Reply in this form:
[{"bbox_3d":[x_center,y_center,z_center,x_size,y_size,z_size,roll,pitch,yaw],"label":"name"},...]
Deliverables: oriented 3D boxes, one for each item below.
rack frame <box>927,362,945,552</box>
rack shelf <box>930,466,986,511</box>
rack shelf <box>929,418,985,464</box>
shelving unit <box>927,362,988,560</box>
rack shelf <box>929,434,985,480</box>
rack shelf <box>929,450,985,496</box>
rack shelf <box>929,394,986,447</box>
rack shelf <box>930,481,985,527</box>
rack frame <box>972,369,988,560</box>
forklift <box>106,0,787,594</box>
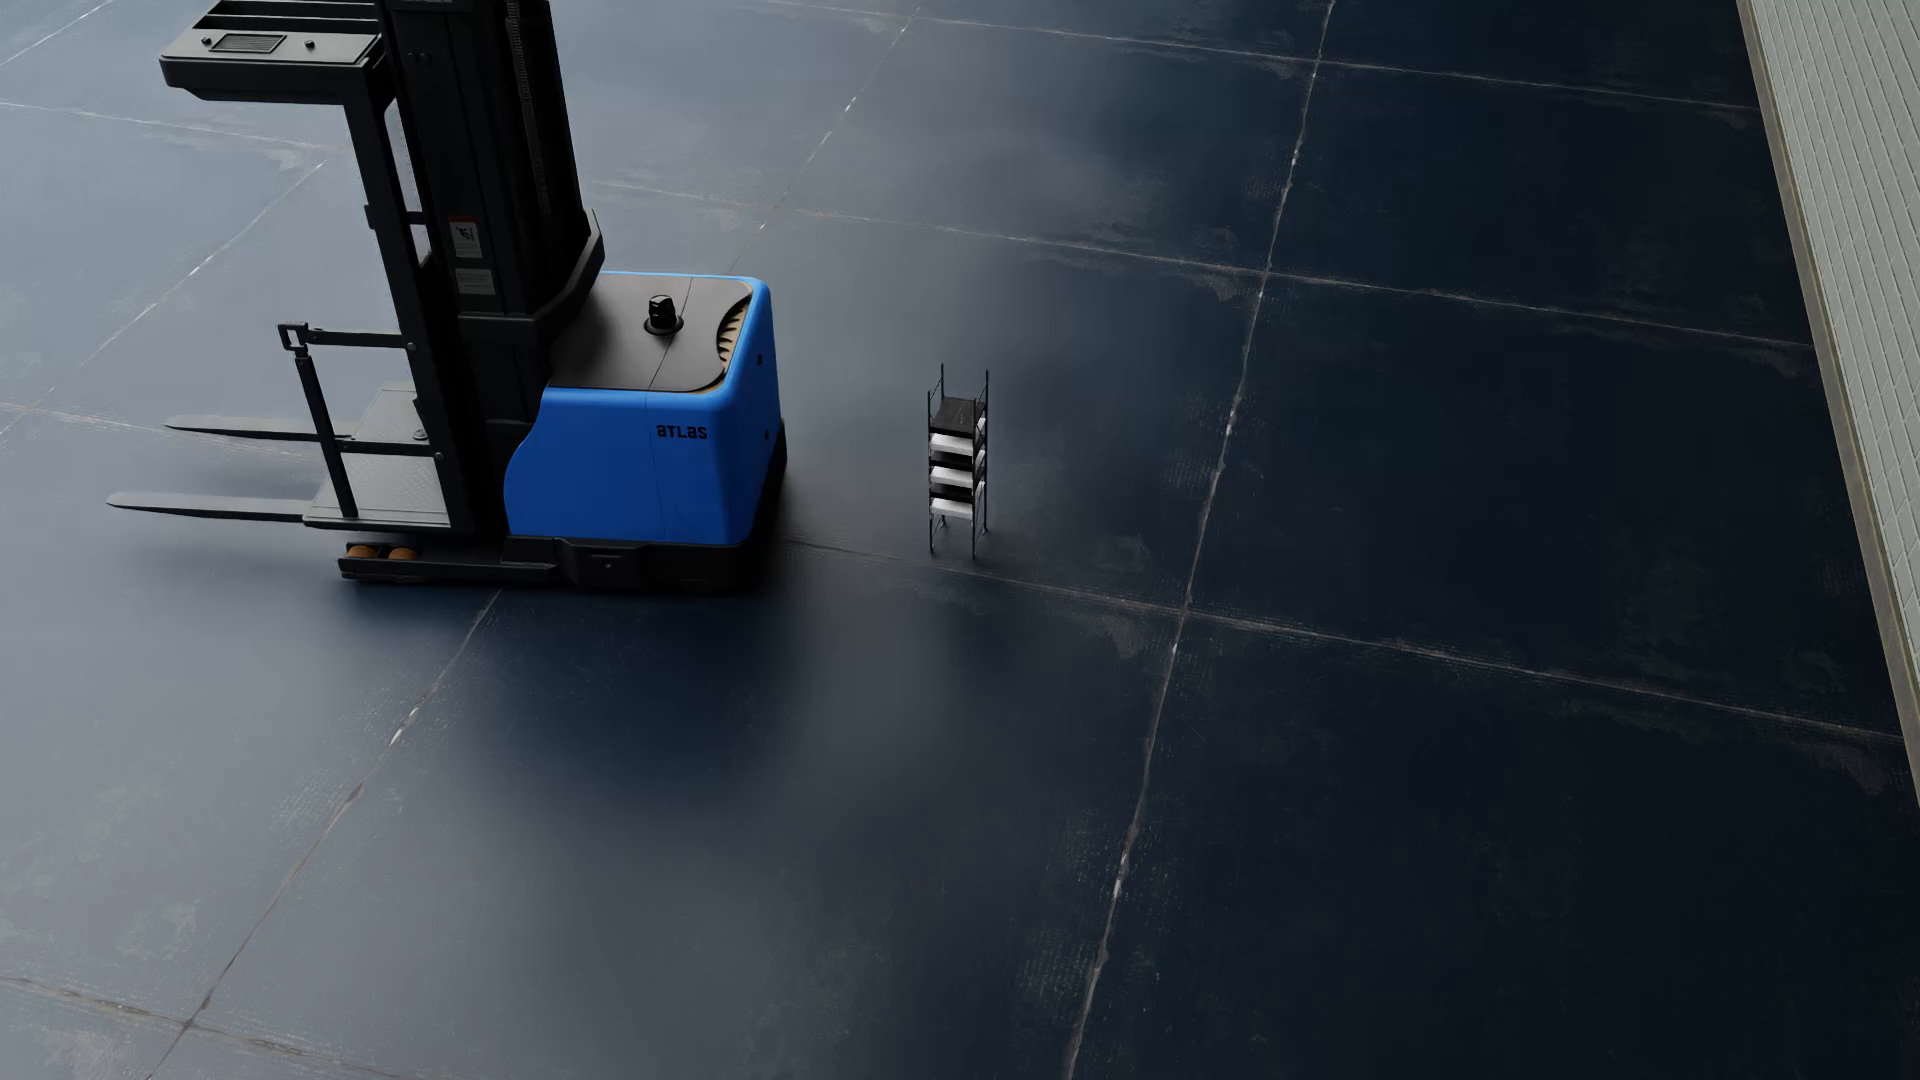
[{"bbox_3d":[-0.106,-0.363,7.507,0.006,0.900,0.240,10,41,11],"label":"rack frame"},{"bbox_3d":[-0.008,-0.252,7.566,0.200,0.077,0.258,10,41,11],"label":"rack shelf"},{"bbox_3d":[-0.008,-0.458,7.392,0.200,0.077,0.258,10,41,11],"label":"rack shelf"},{"bbox_3d":[-0.008,-0.346,7.487,0.210,0.900,0.258,10,41,11],"label":"shelving unit"},{"bbox_3d":[-0.008,-0.389,7.450,0.200,0.077,0.258,10,41,11],"label":"rack shelf"},{"bbox_3d":[-0.008,-0.320,7.508,0.200,0.077,0.258,10,41,11],"label":"rack shelf"},{"bbox_3d":[-0.008,-0.527,7.335,0.200,0.077,0.258,10,41,11],"label":"rack shelf"},{"bbox_3d":[-0.008,-0.183,7.624,0.200,0.077,0.258,10,41,11],"label":"rack shelf"},{"bbox_3d":[0.090,-0.329,7.467,0.006,0.900,0.240,10,41,11],"label":"rack frame"},{"bbox_3d":[-2.388,-1.259,6.995,3.031,2.935,1.130,3,40,3],"label":"forklift"}]
